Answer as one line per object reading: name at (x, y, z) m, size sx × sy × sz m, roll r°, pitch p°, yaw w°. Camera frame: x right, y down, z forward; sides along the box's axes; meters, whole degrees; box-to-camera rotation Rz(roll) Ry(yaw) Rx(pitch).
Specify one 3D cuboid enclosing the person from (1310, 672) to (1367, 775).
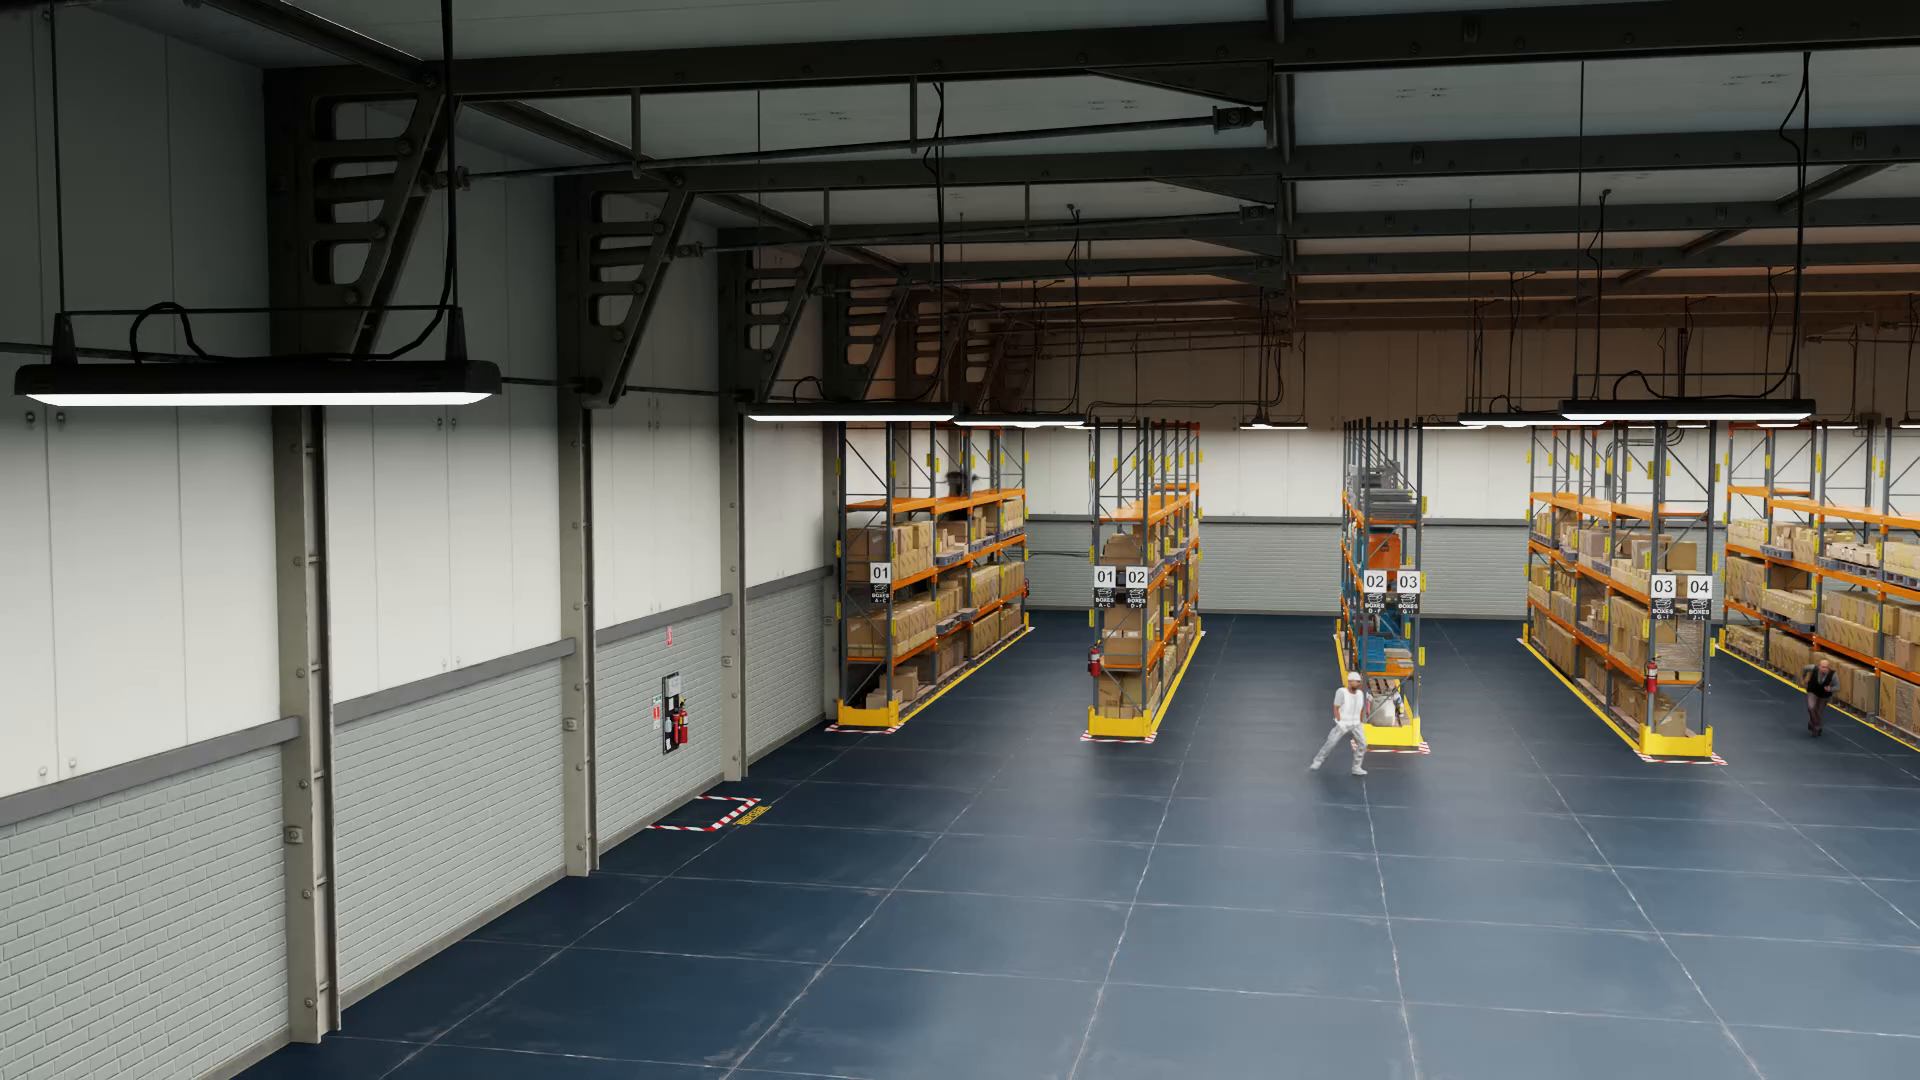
person at (6.349, 3.059, 27.829) m, size 0.858 × 1.721 × 0.738 m, roll -1°, pitch 4°, yaw -18°

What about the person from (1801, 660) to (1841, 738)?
person at (16.210, 2.956, 31.349) m, size 0.640 × 1.503 × 1.153 m, roll 2°, pitch 4°, yaw 23°
